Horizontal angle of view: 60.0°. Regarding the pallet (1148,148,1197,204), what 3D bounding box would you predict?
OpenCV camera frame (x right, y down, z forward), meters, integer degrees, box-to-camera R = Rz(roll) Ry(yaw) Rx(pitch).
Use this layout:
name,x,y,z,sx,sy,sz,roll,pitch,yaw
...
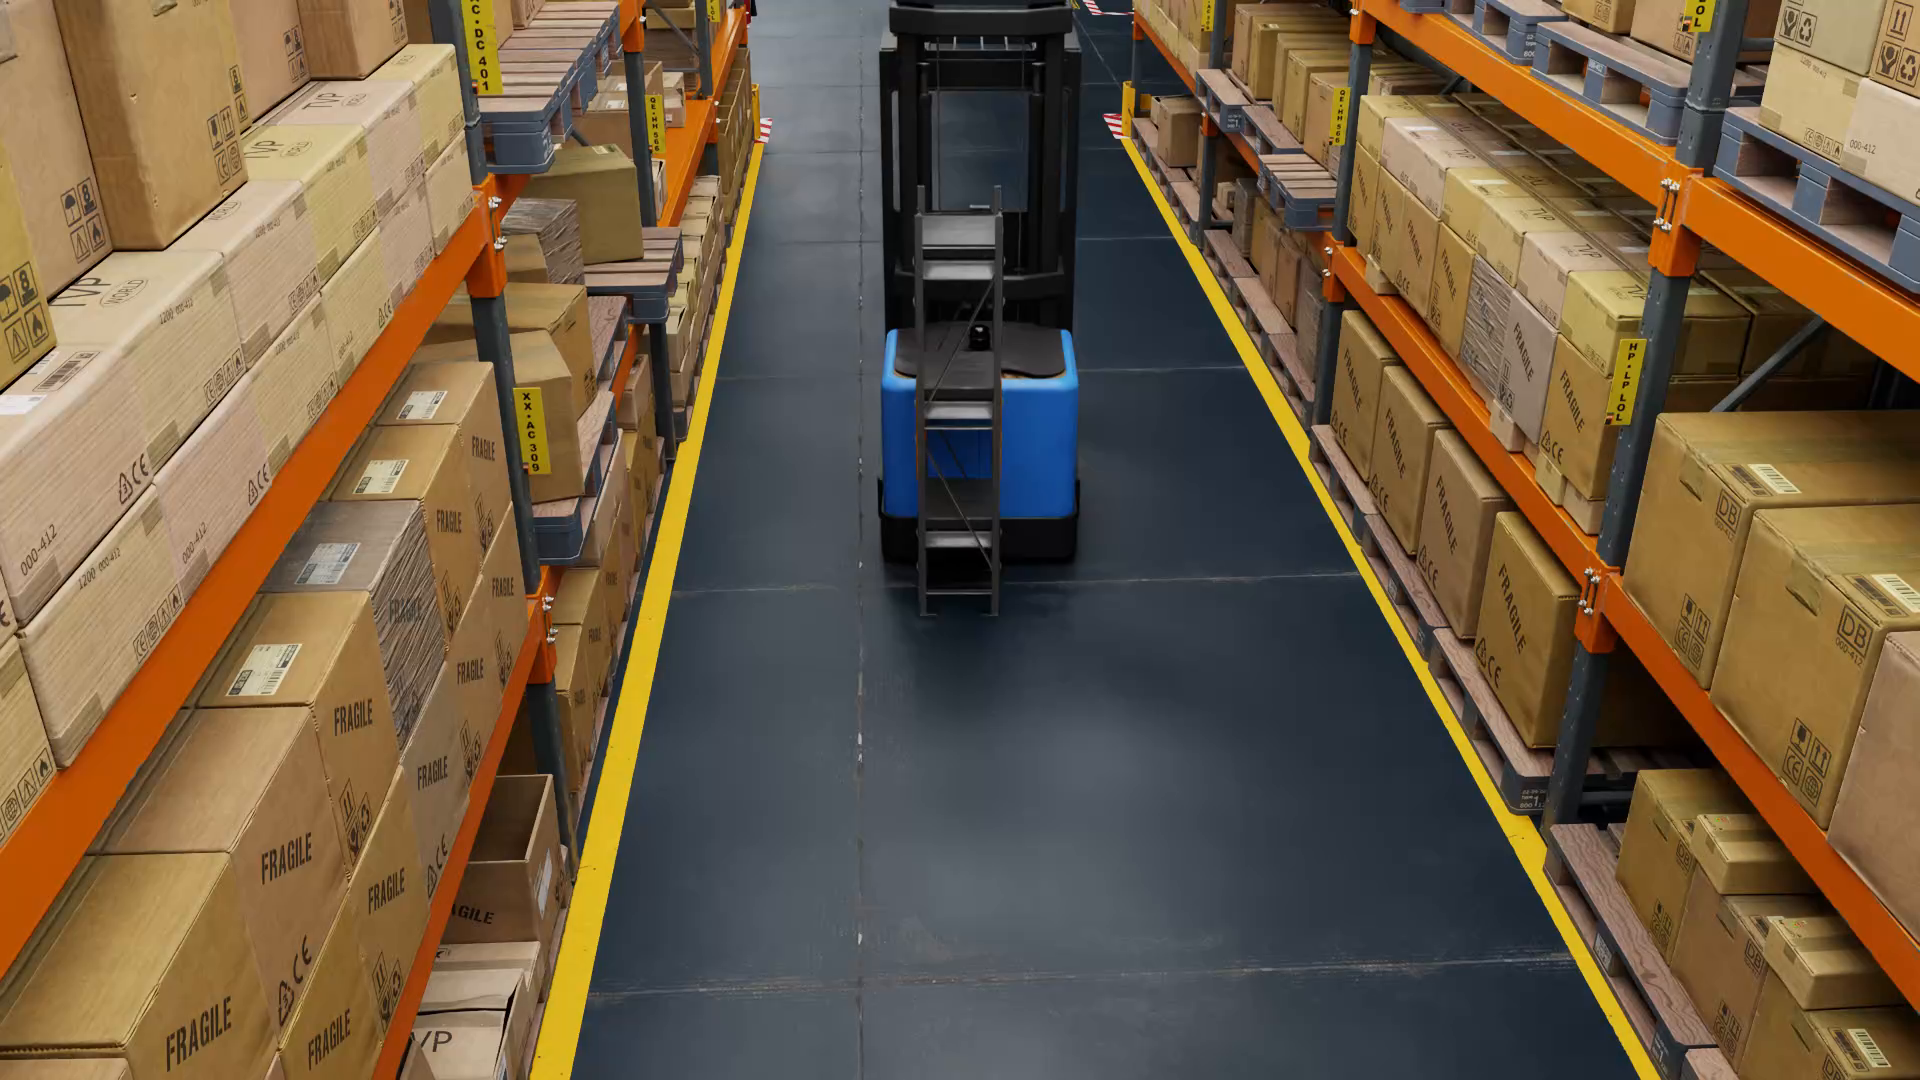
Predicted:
name,x,y,z,sx,sy,sz,roll,pitch,yaw
pallet,2.356,-3.431,15.600,1.003,0.211,1.213,-1,28,-3

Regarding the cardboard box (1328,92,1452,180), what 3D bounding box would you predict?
name,x,y,z,sx,sy,sz,roll,pitch,yaw
cardboard box,2.668,-2.402,10.029,0.700,0.500,0.500,-5,28,-9

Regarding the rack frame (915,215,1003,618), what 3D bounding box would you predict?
name,x,y,z,sx,sy,sz,roll,pitch,yaw
rack frame,-0.005,-0.539,8.012,0.400,2.100,0.015,0,28,0

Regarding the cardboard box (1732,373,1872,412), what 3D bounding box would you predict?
name,x,y,z,sx,sy,sz,roll,pitch,yaw
cardboard box,3.139,-0.503,6.519,0.500,0.500,0.500,-2,28,-4

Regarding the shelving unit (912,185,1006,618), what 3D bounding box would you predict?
name,x,y,z,sx,sy,sz,roll,pitch,yaw
shelving unit,-0.004,-0.651,8.228,0.431,2.100,0.503,0,28,0

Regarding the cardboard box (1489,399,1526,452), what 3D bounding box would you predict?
name,x,y,z,sx,sy,sz,roll,pitch,yaw
cardboard box,2.533,-0.503,7.221,0.380,0.149,0.250,-1,28,-3

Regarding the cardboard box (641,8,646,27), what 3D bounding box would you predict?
name,x,y,z,sx,sy,sz,roll,pitch,yaw
cardboard box,-2.682,-4.124,13.105,0.380,0.149,0.250,-1,28,-3

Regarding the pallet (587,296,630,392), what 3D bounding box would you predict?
name,x,y,z,sx,sy,sz,roll,pitch,yaw
pallet,-2.138,-0.842,7.828,1.003,0.211,1.213,-1,28,-3

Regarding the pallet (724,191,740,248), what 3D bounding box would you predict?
name,x,y,z,sx,sy,sz,roll,pitch,yaw
pallet,-2.453,-2.804,14.398,1.003,0.211,1.213,-1,28,-3

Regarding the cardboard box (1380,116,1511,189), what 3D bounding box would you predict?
name,x,y,z,sx,sy,sz,roll,pitch,yaw
cardboard box,2.497,-2.000,8.578,0.500,0.250,0.500,-2,28,-3

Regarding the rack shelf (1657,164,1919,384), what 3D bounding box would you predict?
name,x,y,z,sx,sy,sz,roll,pitch,yaw
rack shelf,3.015,-0.186,3.898,1.077,0.370,4.000,-1,28,-3

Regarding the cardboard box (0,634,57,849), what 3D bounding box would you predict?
name,x,y,z,sx,sy,sz,roll,pitch,yaw
cardboard box,-1.600,0.363,2.229,0.500,0.250,0.500,-1,28,-3

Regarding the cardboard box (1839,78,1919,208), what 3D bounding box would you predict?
name,x,y,z,sx,sy,sz,roll,pitch,yaw
cardboard box,2.696,-1.032,4.341,0.500,0.250,0.500,-2,28,-4

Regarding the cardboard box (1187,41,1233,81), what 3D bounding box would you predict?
name,x,y,z,sx,sy,sz,roll,pitch,yaw
cardboard box,2.166,-3.947,13.715,0.500,0.250,0.500,-1,28,-3

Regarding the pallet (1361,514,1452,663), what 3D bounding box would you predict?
name,x,y,z,sx,sy,sz,roll,pitch,yaw
pallet,2.729,0.218,8.604,1.003,0.211,1.213,-1,28,-3

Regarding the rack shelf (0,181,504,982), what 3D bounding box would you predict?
name,x,y,z,sx,sy,sz,roll,pitch,yaw
rack shelf,-1.931,-0.065,3.665,1.077,0.370,4.000,-1,28,-3

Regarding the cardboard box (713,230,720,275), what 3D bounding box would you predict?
name,x,y,z,sx,sy,sz,roll,pitch,yaw
cardboard box,-2.118,-2.221,12.784,0.500,0.250,0.500,-2,28,-3

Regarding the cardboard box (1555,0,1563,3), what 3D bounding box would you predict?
name,x,y,z,sx,sy,sz,roll,pitch,yaw
cardboard box,2.919,-2.566,7.098,0.700,0.500,0.500,-1,28,-3

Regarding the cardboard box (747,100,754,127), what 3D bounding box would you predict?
name,x,y,z,sx,sy,sz,roll,pitch,yaw
cardboard box,-2.339,-4.246,16.666,0.500,0.250,0.500,-1,28,-3

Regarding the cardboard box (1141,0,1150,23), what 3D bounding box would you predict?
name,x,y,z,sx,sy,sz,roll,pitch,yaw
cardboard box,2.034,-5.111,15.946,0.500,0.250,0.500,-2,28,-4

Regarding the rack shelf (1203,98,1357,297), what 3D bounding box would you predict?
name,x,y,z,sx,sy,sz,roll,pitch,yaw
rack shelf,2.598,-2.551,11.675,1.077,0.370,4.000,-1,28,-3

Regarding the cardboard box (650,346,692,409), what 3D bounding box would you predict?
name,x,y,z,sx,sy,sz,roll,pitch,yaw
cardboard box,-1.979,-1.041,10.521,0.500,0.250,0.500,-1,28,-3

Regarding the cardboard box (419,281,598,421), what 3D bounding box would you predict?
name,x,y,z,sx,sy,sz,roll,pitch,yaw
cardboard box,-1.936,-0.748,6.879,0.700,0.500,0.500,3,28,5

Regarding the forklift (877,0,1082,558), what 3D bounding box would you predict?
name,x,y,z,sx,sy,sz,roll,pitch,yaw
forklift,0.110,-1.840,9.609,1.130,2.935,3.031,0,28,0

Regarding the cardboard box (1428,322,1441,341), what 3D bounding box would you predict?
name,x,y,z,sx,sy,sz,roll,pitch,yaw
cardboard box,2.583,-1.093,8.351,0.380,0.149,0.250,-1,28,-2

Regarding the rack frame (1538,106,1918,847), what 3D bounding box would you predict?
name,x,y,z,sx,sy,sz,roll,pitch,yaw
rack frame,2.911,-0.099,6.196,1.000,3.000,0.127,-1,28,-3

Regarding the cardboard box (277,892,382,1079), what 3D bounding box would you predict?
name,x,y,z,sx,sy,sz,roll,pitch,yaw
cardboard box,-1.642,1.144,3.705,0.500,0.500,0.500,-1,28,-3

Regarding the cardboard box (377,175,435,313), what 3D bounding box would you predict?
name,x,y,z,sx,sy,sz,roll,pitch,yaw
cardboard box,-1.729,-0.792,4.443,0.500,0.250,0.500,-1,28,-3

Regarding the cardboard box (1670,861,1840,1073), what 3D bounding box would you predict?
name,x,y,z,sx,sy,sz,roll,pitch,yaw
cardboard box,2.871,1.403,5.565,0.700,0.500,0.500,-2,28,-3

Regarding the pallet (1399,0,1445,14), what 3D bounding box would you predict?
name,x,y,z,sx,sy,sz,roll,pitch,yaw
pallet,2.789,-2.896,8.520,1.213,0.211,1.003,0,28,0

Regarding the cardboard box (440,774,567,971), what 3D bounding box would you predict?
name,x,y,z,sx,sy,sz,roll,pitch,yaw
cardboard box,-1.723,1.192,5.948,0.500,0.500,0.500,-1,28,-3

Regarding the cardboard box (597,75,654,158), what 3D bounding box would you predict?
name,x,y,z,sx,sy,sz,roll,pitch,yaw
cardboard box,-2.376,-2.887,11.433,0.500,0.500,0.500,-1,28,-3

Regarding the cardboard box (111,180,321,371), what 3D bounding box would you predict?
name,x,y,z,sx,sy,sz,roll,pitch,yaw
cardboard box,-1.667,-0.552,3.442,0.500,0.250,0.500,-1,28,-3

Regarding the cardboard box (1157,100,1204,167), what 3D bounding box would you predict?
name,x,y,z,sx,sy,sz,roll,pitch,yaw
cardboard box,2.249,-3.803,15.524,0.700,0.500,0.500,-3,28,-6

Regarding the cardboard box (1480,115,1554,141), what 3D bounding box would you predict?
name,x,y,z,sx,sy,sz,roll,pitch,yaw
cardboard box,3.008,-2.021,8.620,0.500,0.250,0.500,-2,28,-4

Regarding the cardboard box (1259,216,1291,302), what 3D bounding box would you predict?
name,x,y,z,sx,sy,sz,roll,pitch,yaw
cardboard box,2.612,-2.067,12.196,0.700,0.500,0.500,-1,28,-2

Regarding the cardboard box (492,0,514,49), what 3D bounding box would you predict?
name,x,y,z,sx,sy,sz,roll,pitch,yaw
cardboard box,-2.046,-2.125,6.167,0.600,0.600,0.600,-2,28,-3

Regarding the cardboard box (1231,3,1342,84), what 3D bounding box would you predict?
name,x,y,z,sx,sy,sz,roll,pitch,yaw
cardboard box,2.486,-3.797,12.703,0.700,0.500,0.500,-1,28,-2

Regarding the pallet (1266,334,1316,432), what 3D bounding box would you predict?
name,x,y,z,sx,sy,sz,roll,pitch,yaw
pallet,2.663,-1.071,11.075,1.003,0.211,1.213,-1,28,-3

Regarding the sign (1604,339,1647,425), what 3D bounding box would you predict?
name,x,y,z,sx,sy,sz,roll,pitch,yaw
sign,2.370,-0.560,5.913,0.100,0.325,0.005,-1,28,-3

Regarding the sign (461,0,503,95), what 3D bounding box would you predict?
name,x,y,z,sx,sy,sz,roll,pitch,yaw
sign,-1.494,-1.554,5.182,0.100,0.325,0.005,-1,28,-3

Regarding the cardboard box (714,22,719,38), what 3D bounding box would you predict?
name,x,y,z,sx,sy,sz,roll,pitch,yaw
cardboard box,-2.598,-4.876,15.247,0.700,0.500,0.500,-1,28,-2

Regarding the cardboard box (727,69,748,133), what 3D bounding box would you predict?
name,x,y,z,sx,sy,sz,roll,pitch,yaw
cardboard box,-2.270,-4.117,15.608,0.500,0.500,0.500,-1,28,-3

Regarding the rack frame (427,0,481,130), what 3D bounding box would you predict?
name,x,y,z,sx,sy,sz,roll,pitch,yaw
rack frame,-2.036,-2.638,4.576,1.000,3.000,0.127,-1,28,-3

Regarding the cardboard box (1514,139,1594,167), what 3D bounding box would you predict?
name,x,y,z,sx,sy,sz,roll,pitch,yaw
cardboard box,3.032,-1.784,8.165,0.500,0.250,0.500,-2,28,-4

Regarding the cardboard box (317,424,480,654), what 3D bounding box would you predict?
name,x,y,z,sx,sy,sz,roll,pitch,yaw
cardboard box,-1.721,-0.002,4.820,0.500,0.500,0.500,-2,28,-4

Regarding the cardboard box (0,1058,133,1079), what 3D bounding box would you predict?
name,x,y,z,sx,sy,sz,roll,pitch,yaw
cardboard box,-1.587,1.171,2.573,0.500,0.500,0.500,-1,28,-1

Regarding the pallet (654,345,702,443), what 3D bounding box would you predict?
name,x,y,z,sx,sy,sz,roll,pitch,yaw
pallet,-2.249,-0.970,10.881,1.003,0.211,1.213,-1,28,-3

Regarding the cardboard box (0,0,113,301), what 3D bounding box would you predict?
name,x,y,z,sx,sy,sz,roll,pitch,yaw
cardboard box,-1.945,-0.646,2.812,0.700,0.500,0.500,-1,28,-3

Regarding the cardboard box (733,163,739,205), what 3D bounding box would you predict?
name,x,y,z,sx,sy,sz,roll,pitch,yaw
cardboard box,-2.196,-3.092,14.453,0.500,0.250,0.500,-1,28,-3

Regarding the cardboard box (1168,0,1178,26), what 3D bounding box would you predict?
name,x,y,z,sx,sy,sz,roll,pitch,yaw
cardboard box,2.112,-4.742,14.429,0.500,0.500,0.500,-2,28,-4

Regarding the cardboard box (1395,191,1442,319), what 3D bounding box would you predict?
name,x,y,z,sx,sy,sz,roll,pitch,yaw
cardboard box,2.515,-1.430,8.296,0.500,0.500,0.500,-2,28,-3

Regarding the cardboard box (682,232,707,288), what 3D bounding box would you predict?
name,x,y,z,sx,sy,sz,roll,pitch,yaw
cardboard box,-2.066,-2.005,11.763,0.500,0.311,0.500,-2,28,-3

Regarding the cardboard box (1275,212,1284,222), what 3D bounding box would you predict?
name,x,y,z,sx,sy,sz,roll,pitch,yaw
cardboard box,2.606,-2.430,12.081,0.500,0.250,0.500,-2,28,-4

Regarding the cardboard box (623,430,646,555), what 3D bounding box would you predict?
name,x,y,z,sx,sy,sz,roll,pitch,yaw
cardboard box,-1.935,-0.246,8.706,0.500,0.500,0.500,-2,28,-5
